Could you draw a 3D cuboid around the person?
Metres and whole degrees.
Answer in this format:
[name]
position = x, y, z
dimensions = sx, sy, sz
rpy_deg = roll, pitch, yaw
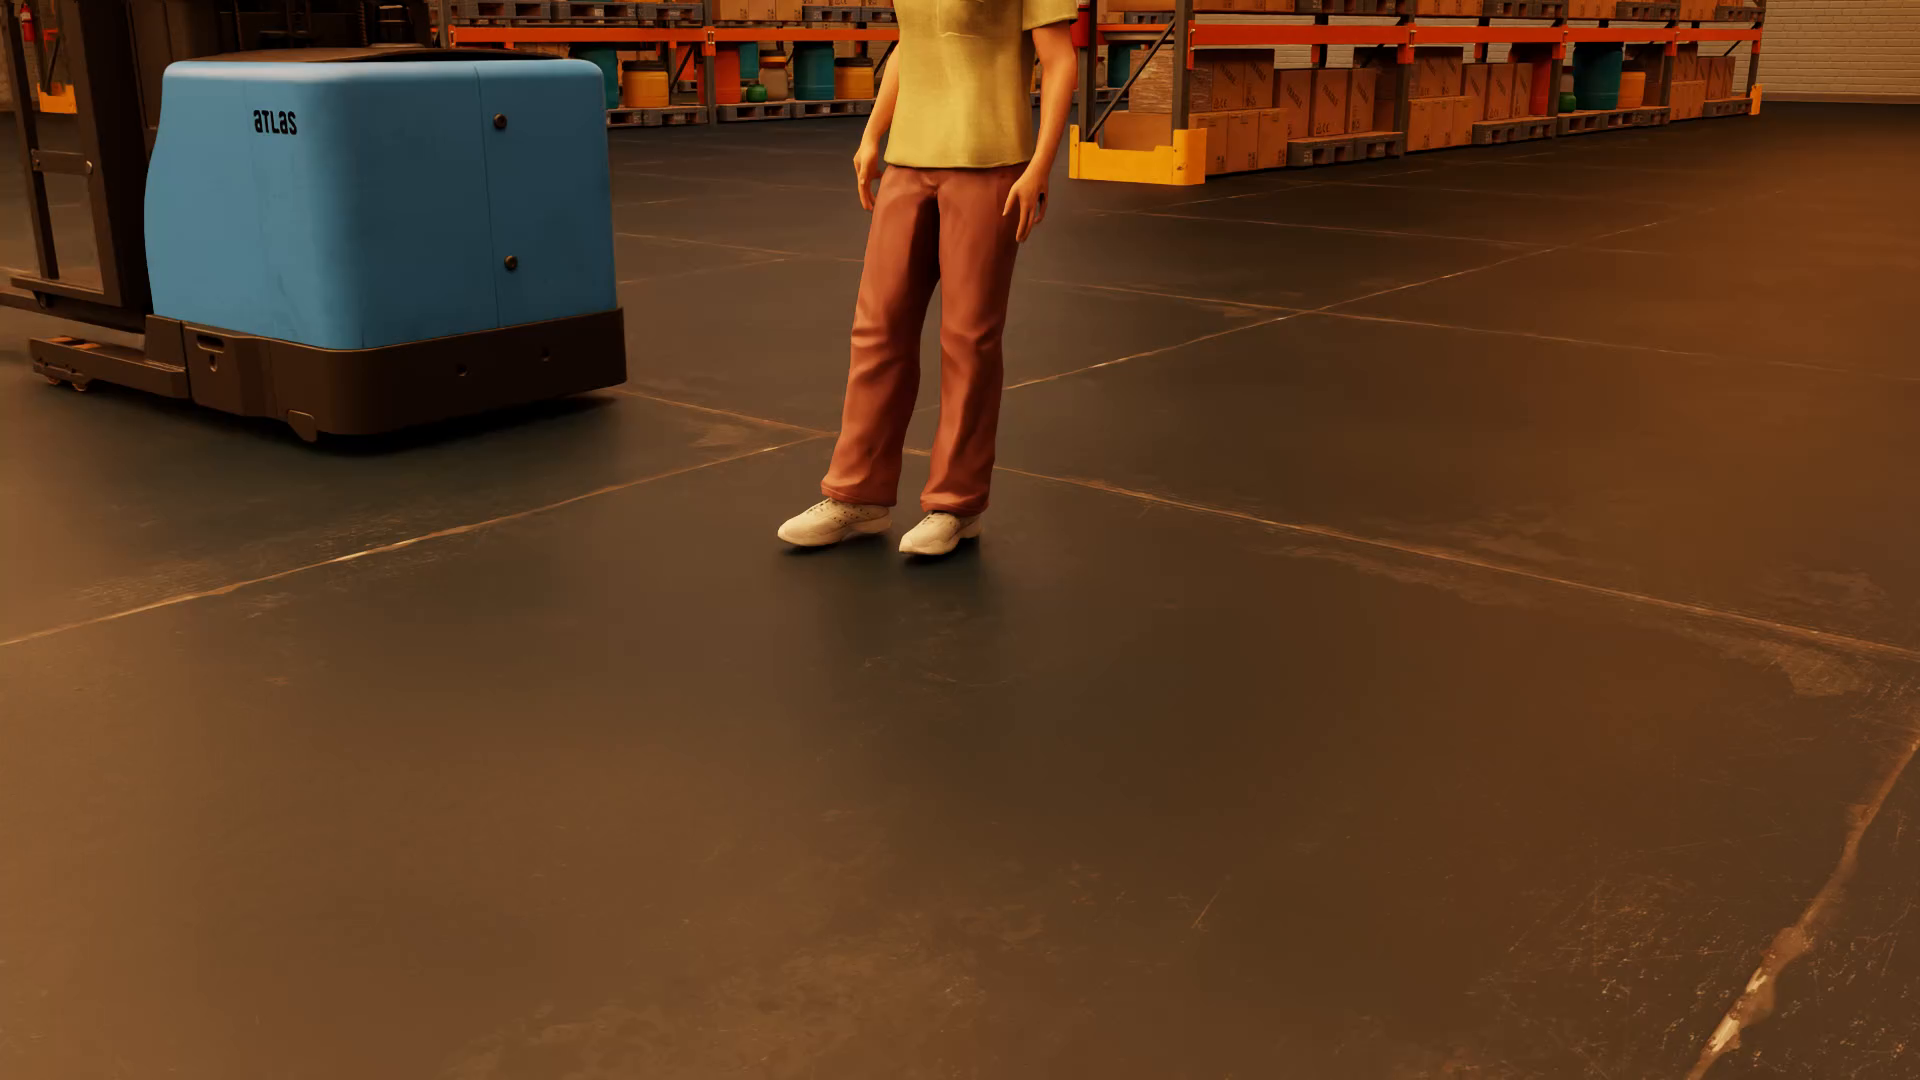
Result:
[person]
position = -0.056, -0.794, 3.649
dimensions = 0.553, 1.673, 0.548
rpy_deg = 13, 21, 37

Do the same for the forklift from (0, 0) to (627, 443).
[forklift]
position = -2.552, -2.005, 5.499
dimensions = 3.031, 2.935, 1.130
rpy_deg = 13, 21, 36
